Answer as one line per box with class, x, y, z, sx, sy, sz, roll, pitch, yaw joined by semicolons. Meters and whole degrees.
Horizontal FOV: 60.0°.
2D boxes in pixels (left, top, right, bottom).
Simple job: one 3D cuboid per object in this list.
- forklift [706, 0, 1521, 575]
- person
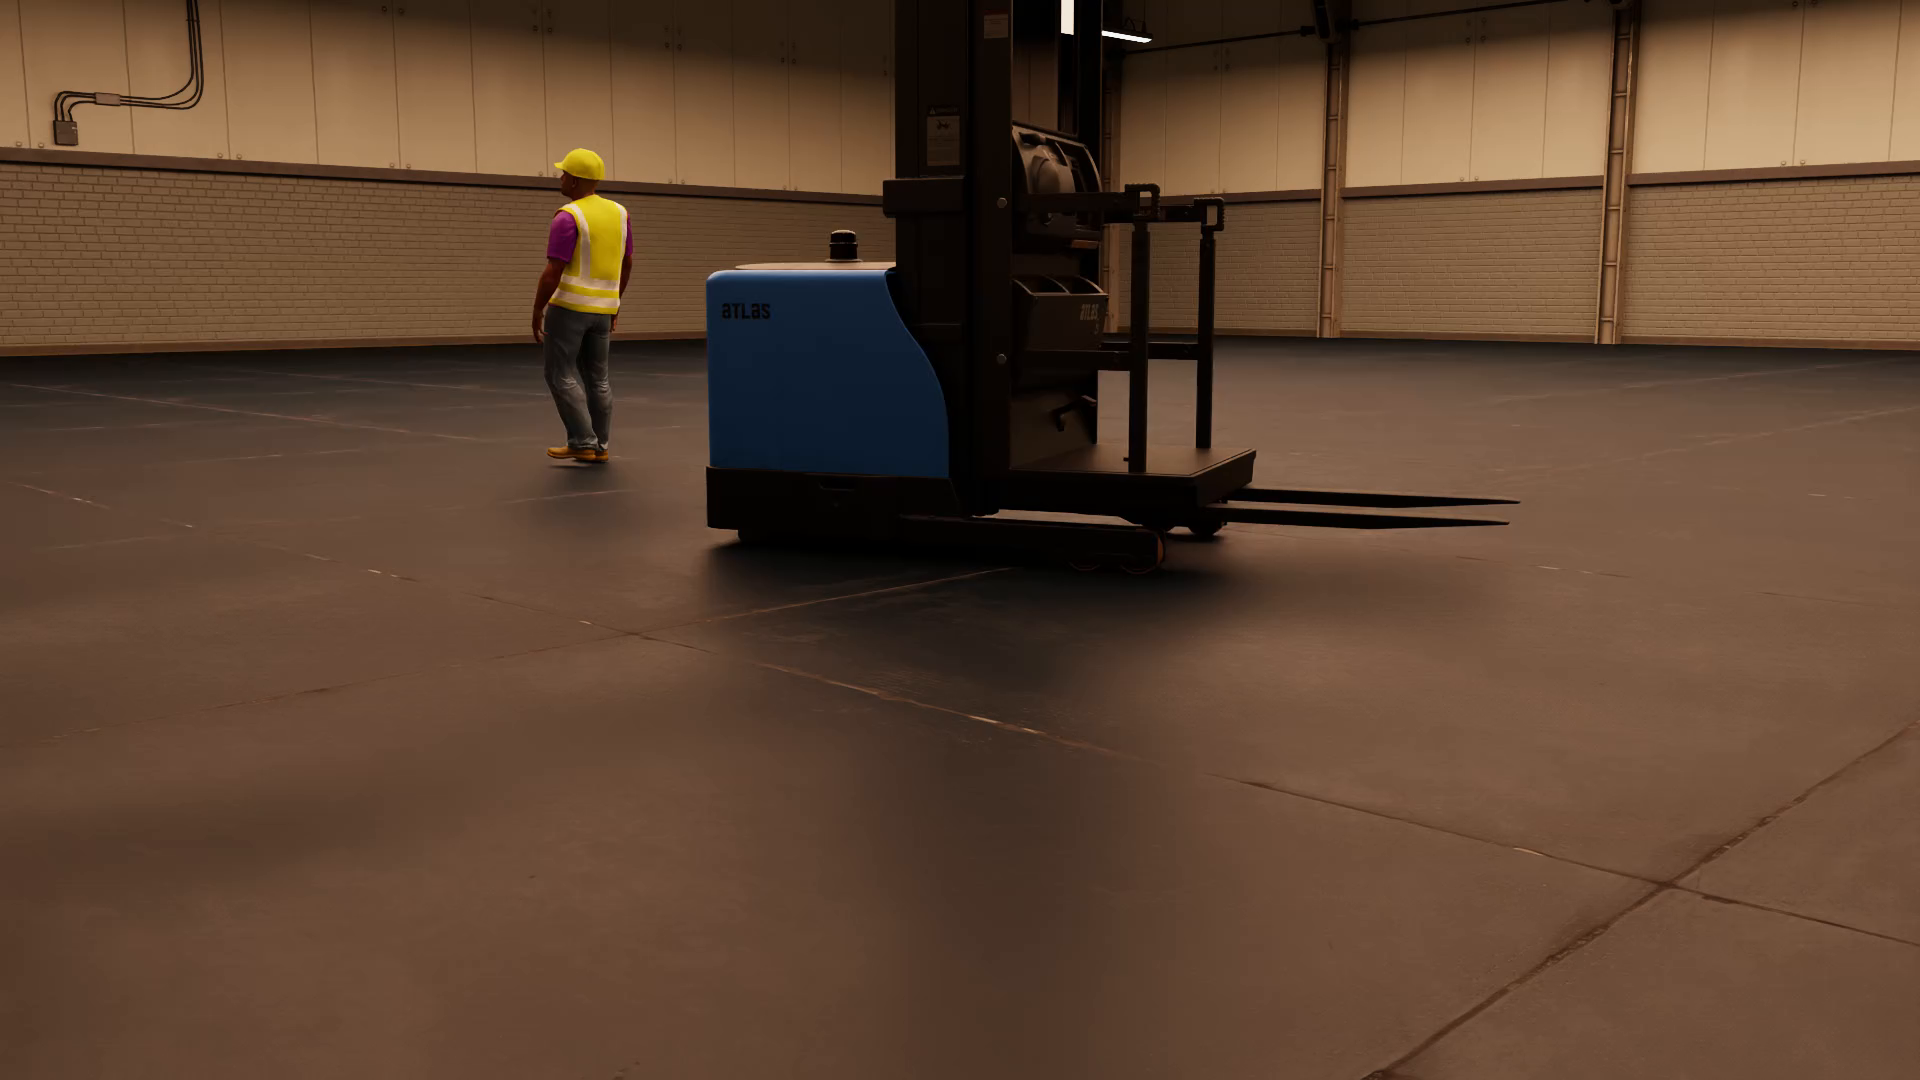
forklift;0.565;-1.416;6.275;3.031;2.935;1.130;3;9;22
person;-2.187;-1.305;9.413;0.591;1.762;0.666;5;10;31
